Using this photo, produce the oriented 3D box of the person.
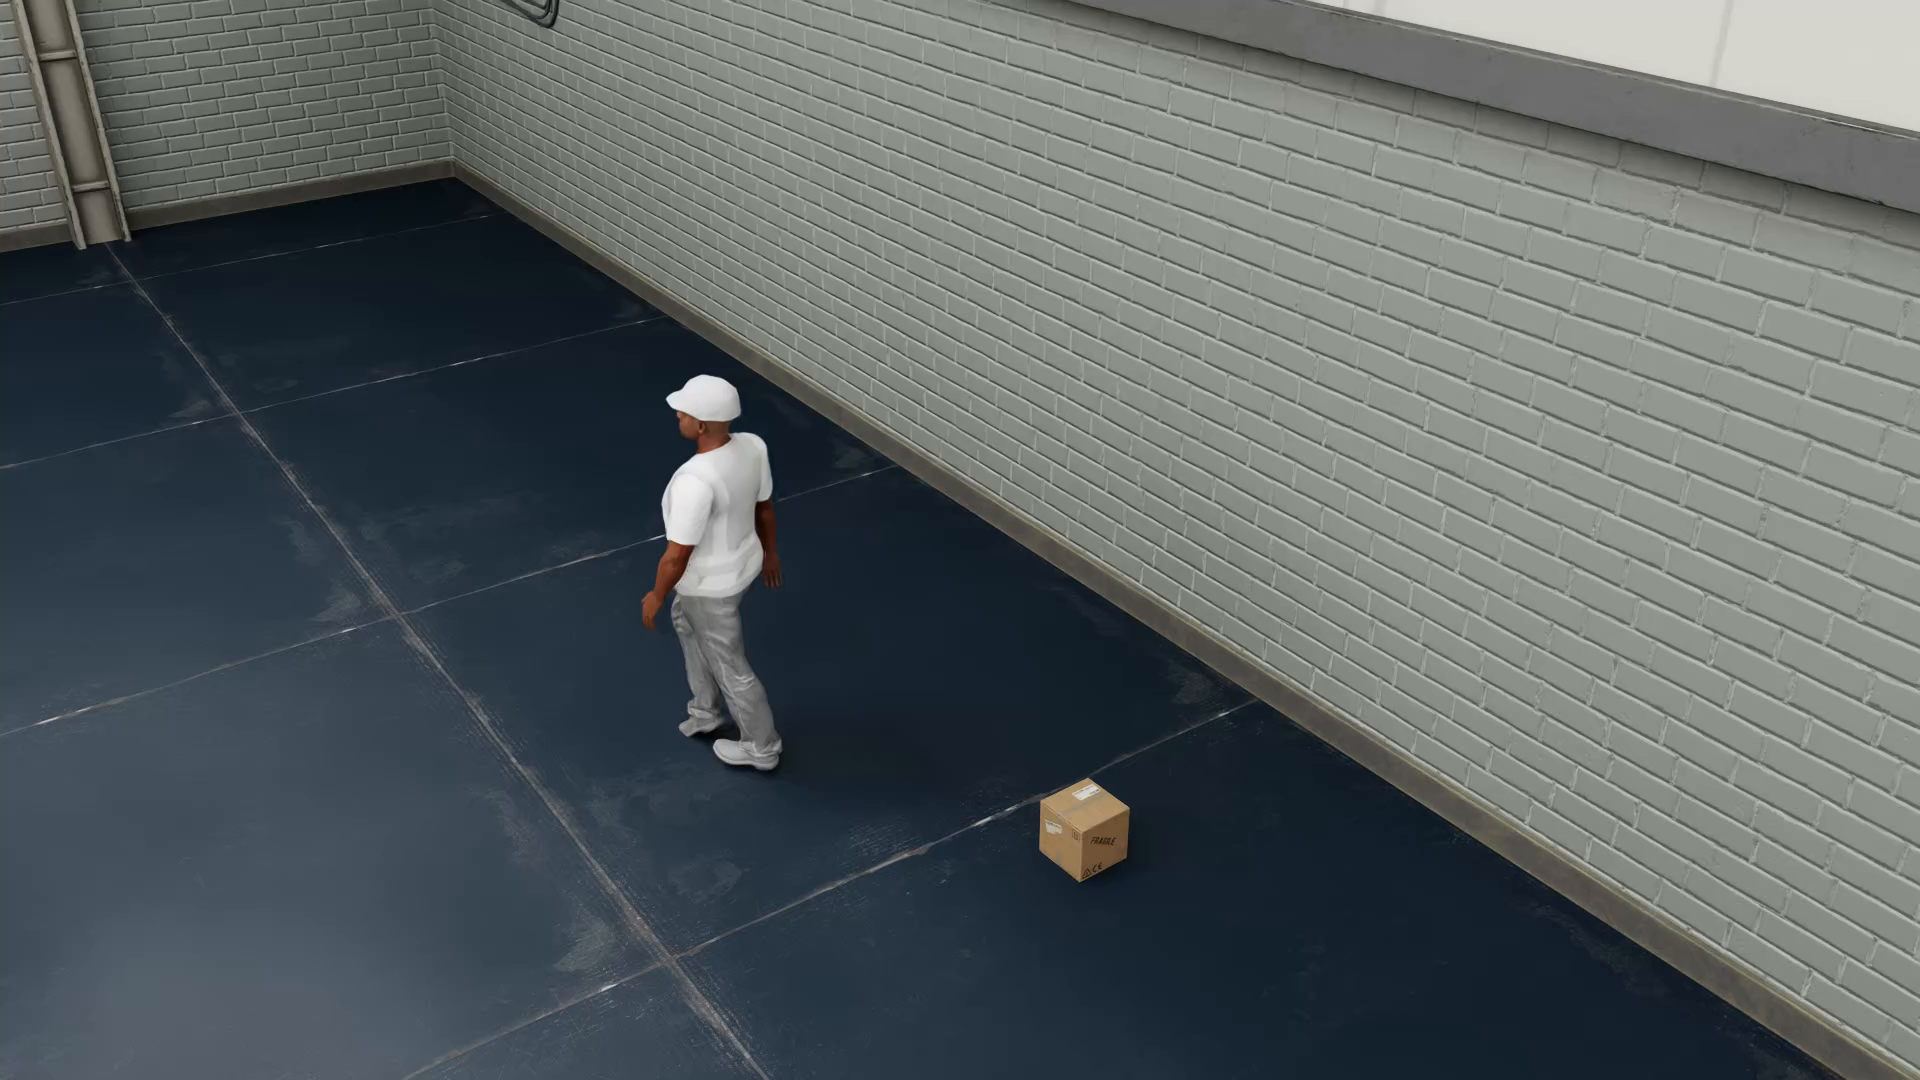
[{"bbox_3d":[-1.025,0.170,6.808,0.595,1.825,0.623,10,30,17],"label":"person"}]
